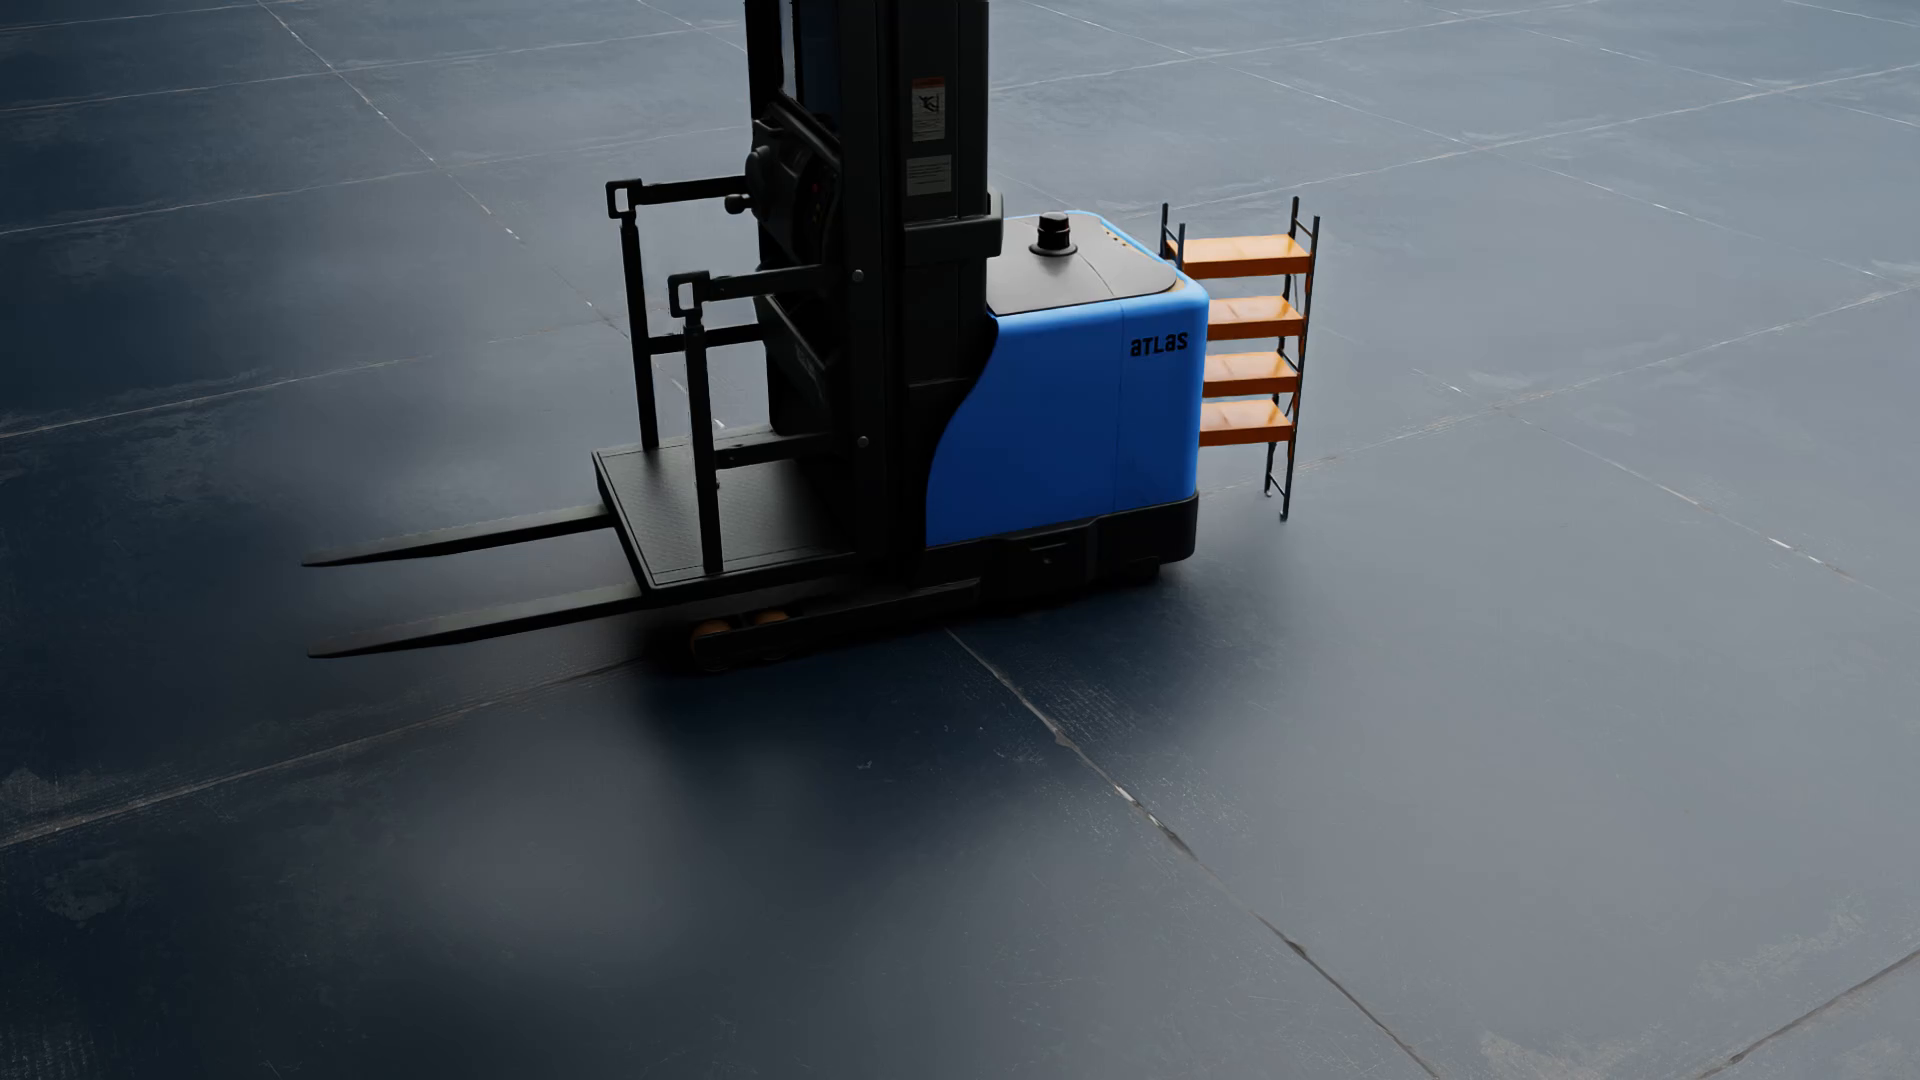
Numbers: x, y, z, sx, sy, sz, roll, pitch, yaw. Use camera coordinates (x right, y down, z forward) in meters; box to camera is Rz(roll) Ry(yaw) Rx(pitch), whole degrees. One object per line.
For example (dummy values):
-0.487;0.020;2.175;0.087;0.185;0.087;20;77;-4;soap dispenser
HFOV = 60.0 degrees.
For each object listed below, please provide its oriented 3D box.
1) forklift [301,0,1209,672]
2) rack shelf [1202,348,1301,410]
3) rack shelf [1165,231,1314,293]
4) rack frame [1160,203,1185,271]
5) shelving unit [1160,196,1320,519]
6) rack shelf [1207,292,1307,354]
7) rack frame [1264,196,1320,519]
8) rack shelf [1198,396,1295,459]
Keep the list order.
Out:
-0.718;-1.139;5.280;3.031;2.935;1.130;-10;31;-18;forklift
0.994;-0.586;6.210;0.480;0.148;0.258;-5;29;-8;rack shelf
0.994;-0.989;5.988;0.480;0.148;0.258;-5;29;-8;rack shelf
0.753;-0.626;6.143;0.015;1.200;0.240;-5;29;-8;rack frame
0.994;-0.645;6.178;0.503;1.200;0.258;-5;29;-8;shelving unit
0.994;-0.782;6.102;0.480;0.148;0.258;-5;29;-8;rack shelf
1.234;-0.664;6.212;0.015;1.200;0.240;-5;29;-8;rack frame
0.994;-0.413;6.306;0.480;0.148;0.258;-5;29;-8;rack shelf
